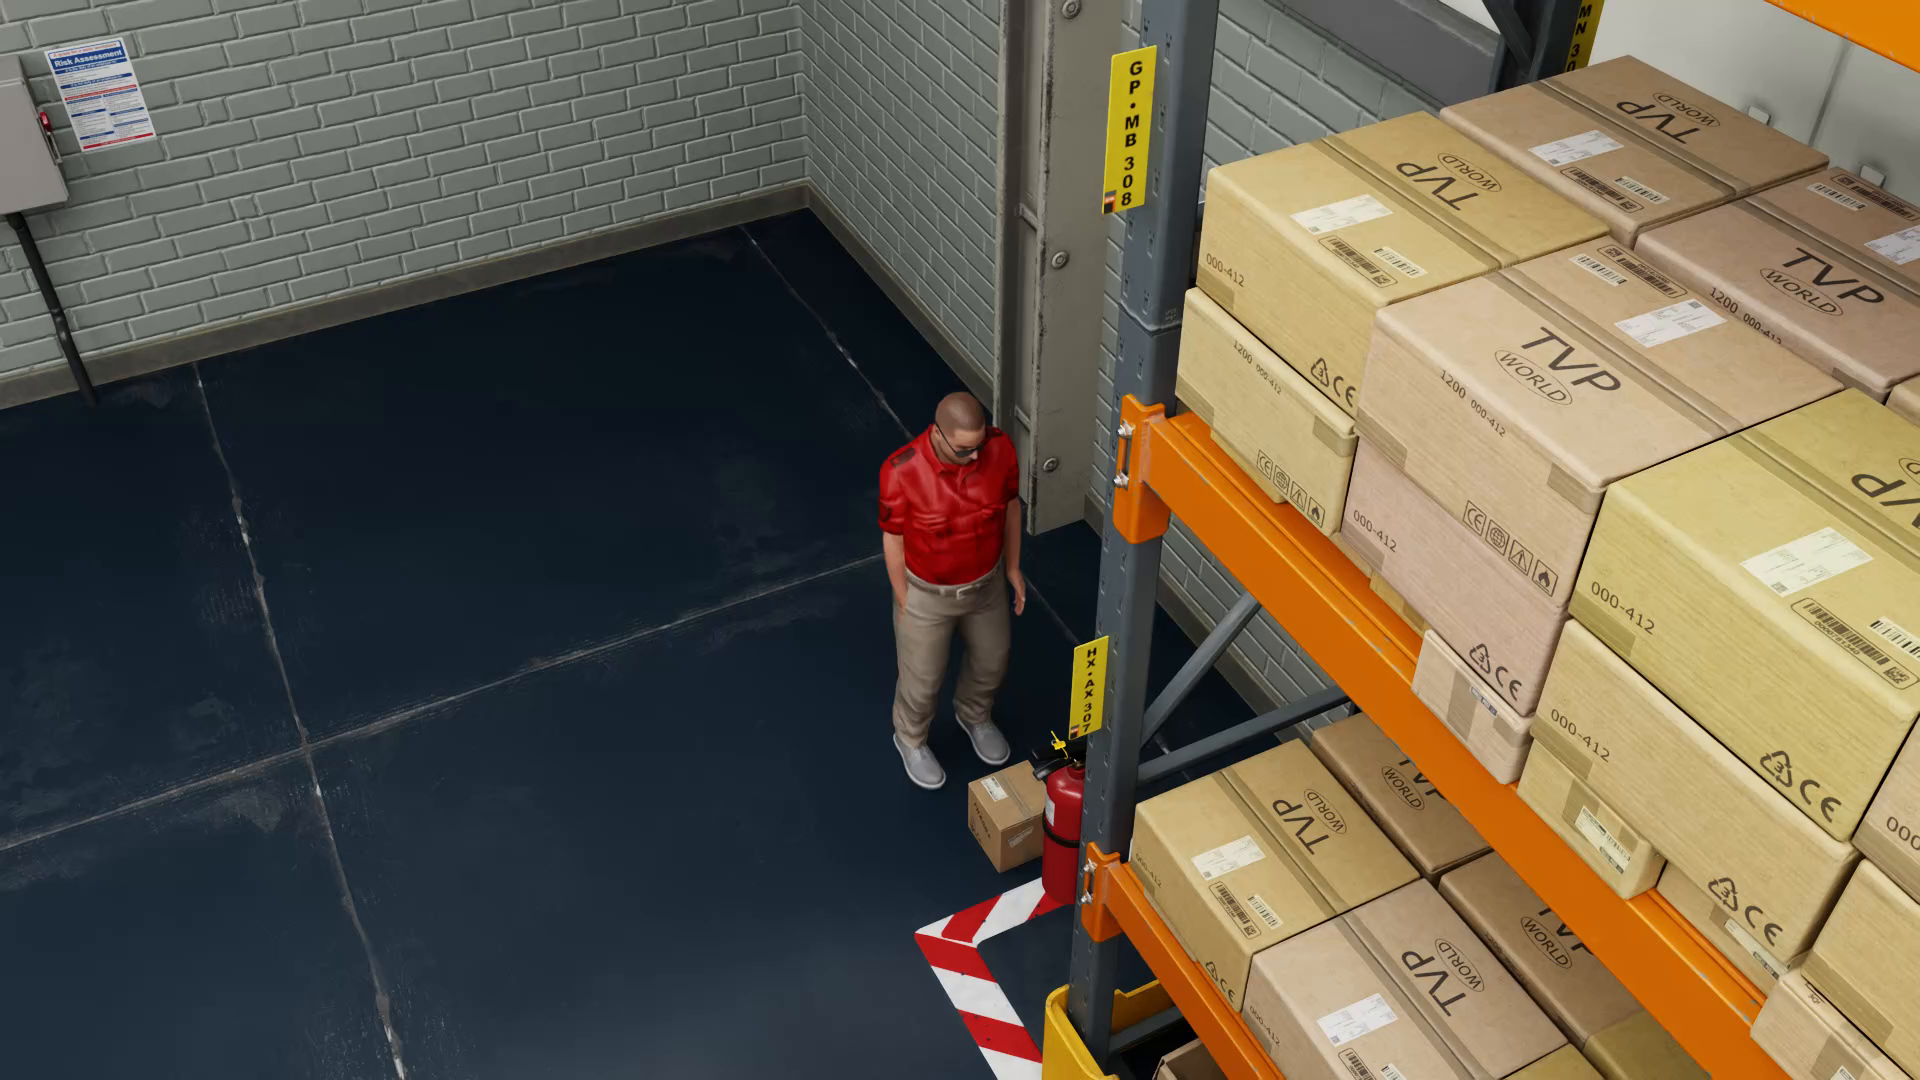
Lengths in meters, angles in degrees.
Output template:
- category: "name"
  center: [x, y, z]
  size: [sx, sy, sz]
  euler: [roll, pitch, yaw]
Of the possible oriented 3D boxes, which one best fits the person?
- category: "person"
  center: [-0.014, 0.166, 5.997]
  size: [0.536, 1.715, 0.363]
  euler: [-18, 44, -20]
